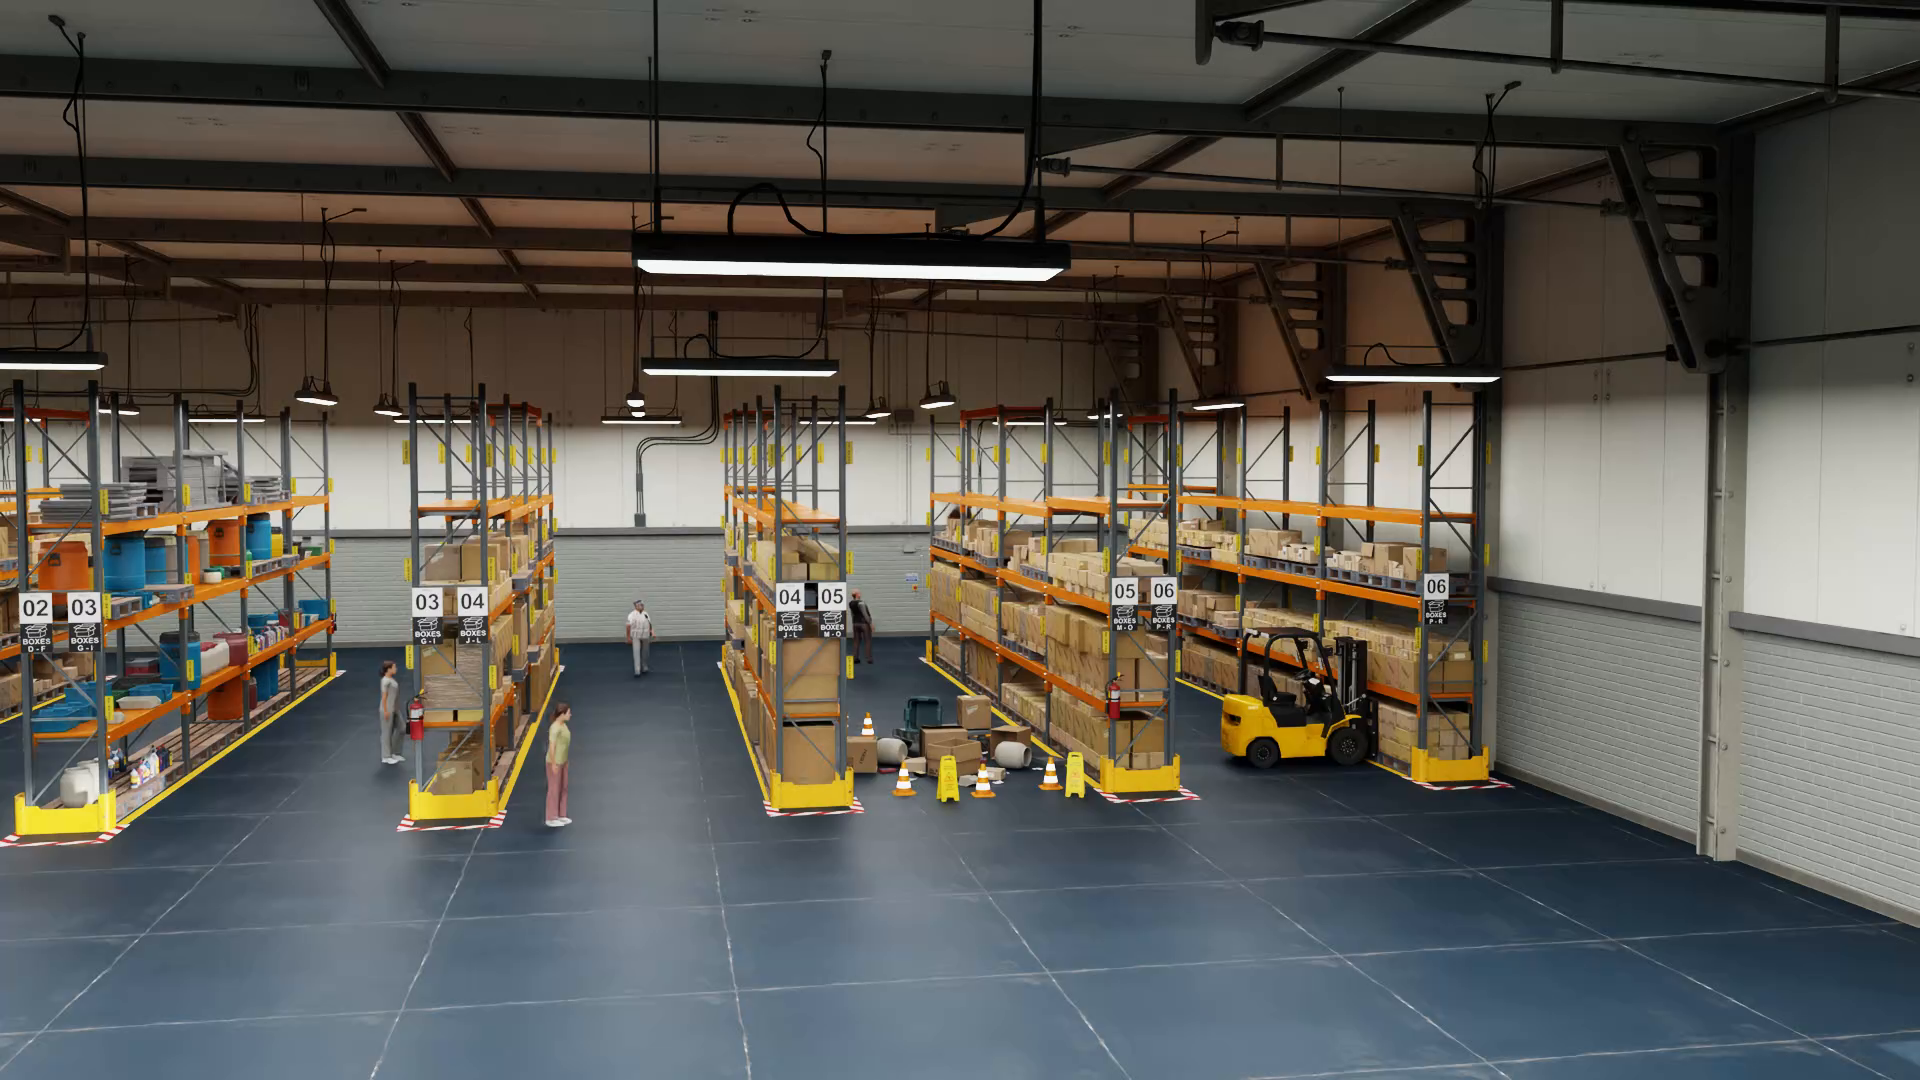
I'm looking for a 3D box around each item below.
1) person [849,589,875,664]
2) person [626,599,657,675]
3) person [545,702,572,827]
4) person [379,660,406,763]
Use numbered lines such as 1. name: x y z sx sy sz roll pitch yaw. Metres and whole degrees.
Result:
1. person: -2.216 1.956 37.616 0.631 1.702 0.493 2 3 31
2. person: -7.285 2.204 38.064 0.688 1.729 1.034 -1 3 -12
3. person: -5.443 3.031 22.511 0.357 1.684 0.479 0 3 3
4. person: -9.302 2.810 27.153 0.342 1.707 0.550 0 3 4
